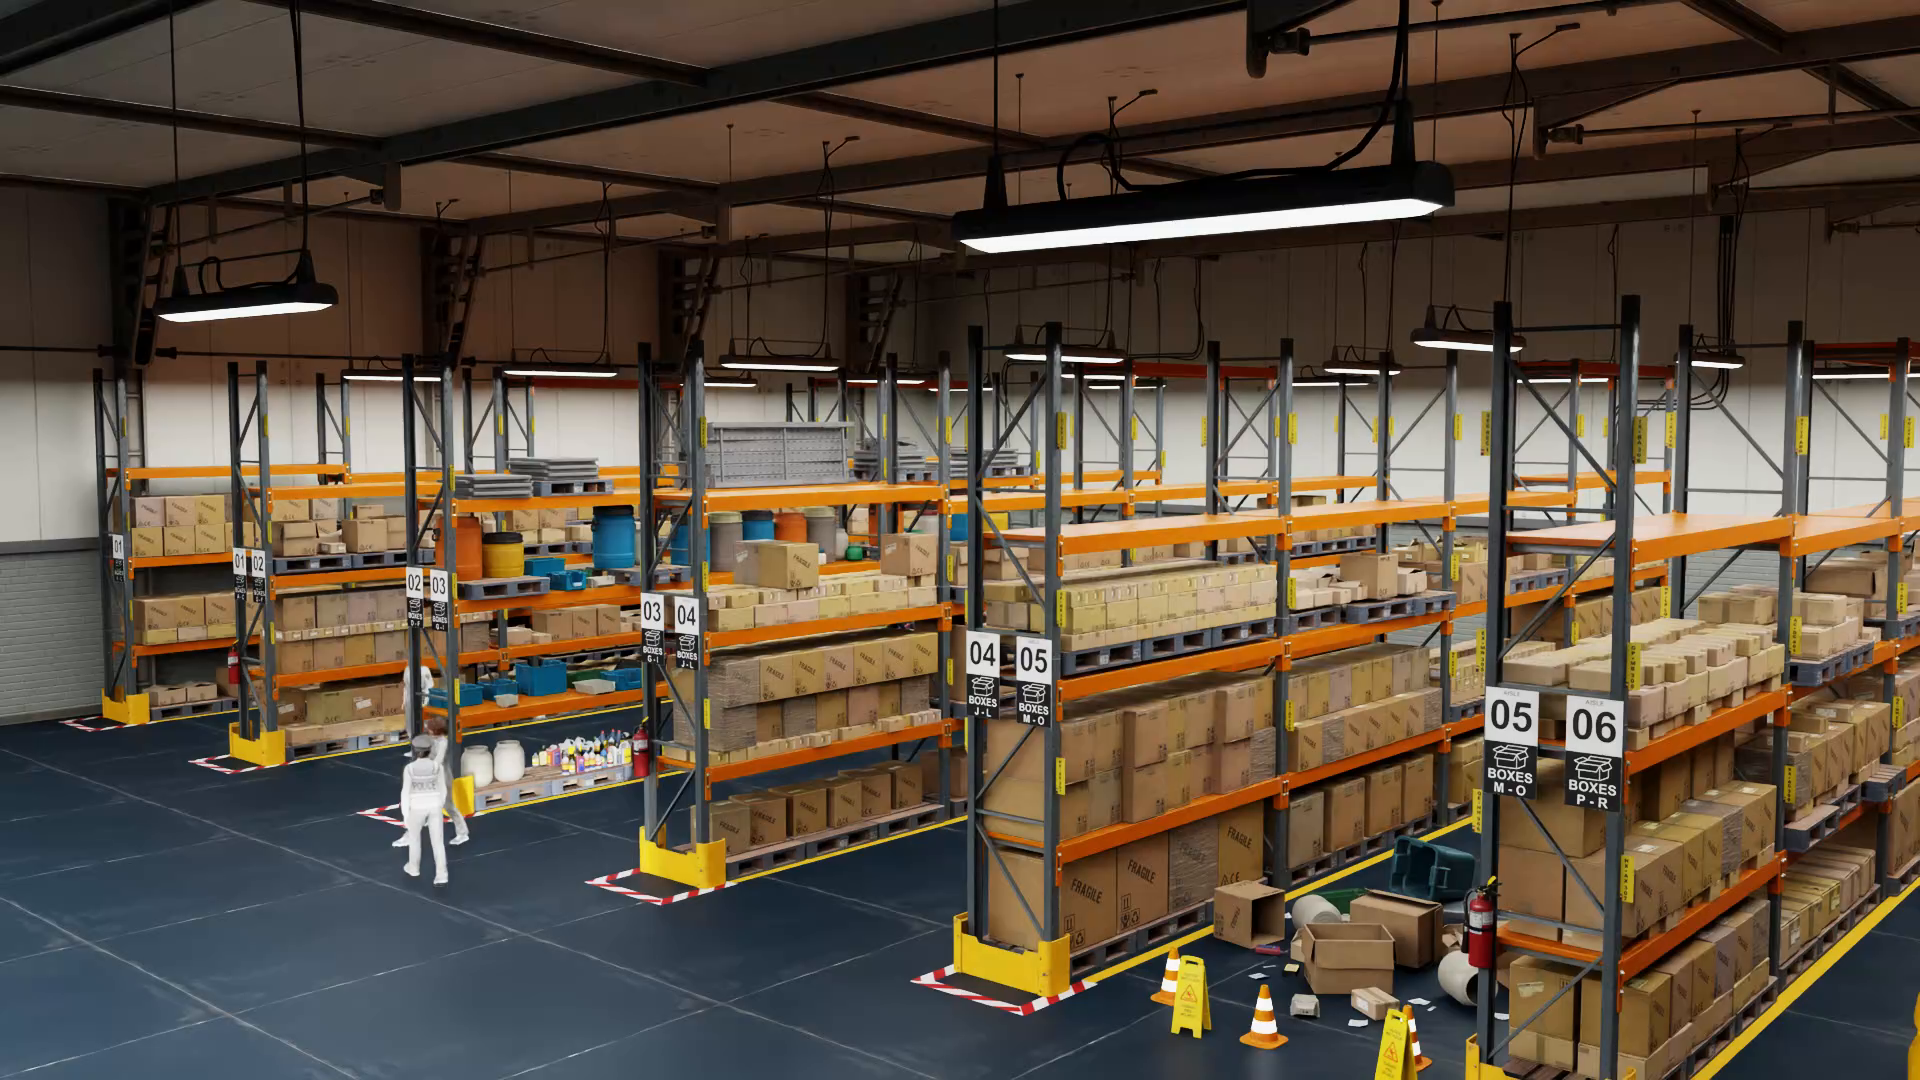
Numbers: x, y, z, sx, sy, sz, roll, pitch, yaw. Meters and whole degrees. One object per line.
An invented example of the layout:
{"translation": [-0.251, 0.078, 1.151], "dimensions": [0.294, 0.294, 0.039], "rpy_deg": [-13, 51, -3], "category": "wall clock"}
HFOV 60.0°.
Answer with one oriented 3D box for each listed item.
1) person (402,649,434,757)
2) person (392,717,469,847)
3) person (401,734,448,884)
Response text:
{"translation": [-8.272, 2.472, 25.498], "dimensions": [0.573, 1.662, 0.523], "rpy_deg": [2, 5, 27], "category": "person"}
{"translation": [-6.340, 2.903, 19.888], "dimensions": [0.922, 1.559, 0.428], "rpy_deg": [-3, 5, -39], "category": "person"}
{"translation": [-5.949, 2.980, 18.453], "dimensions": [0.499, 1.629, 1.042], "rpy_deg": [-2, 5, -31], "category": "person"}
